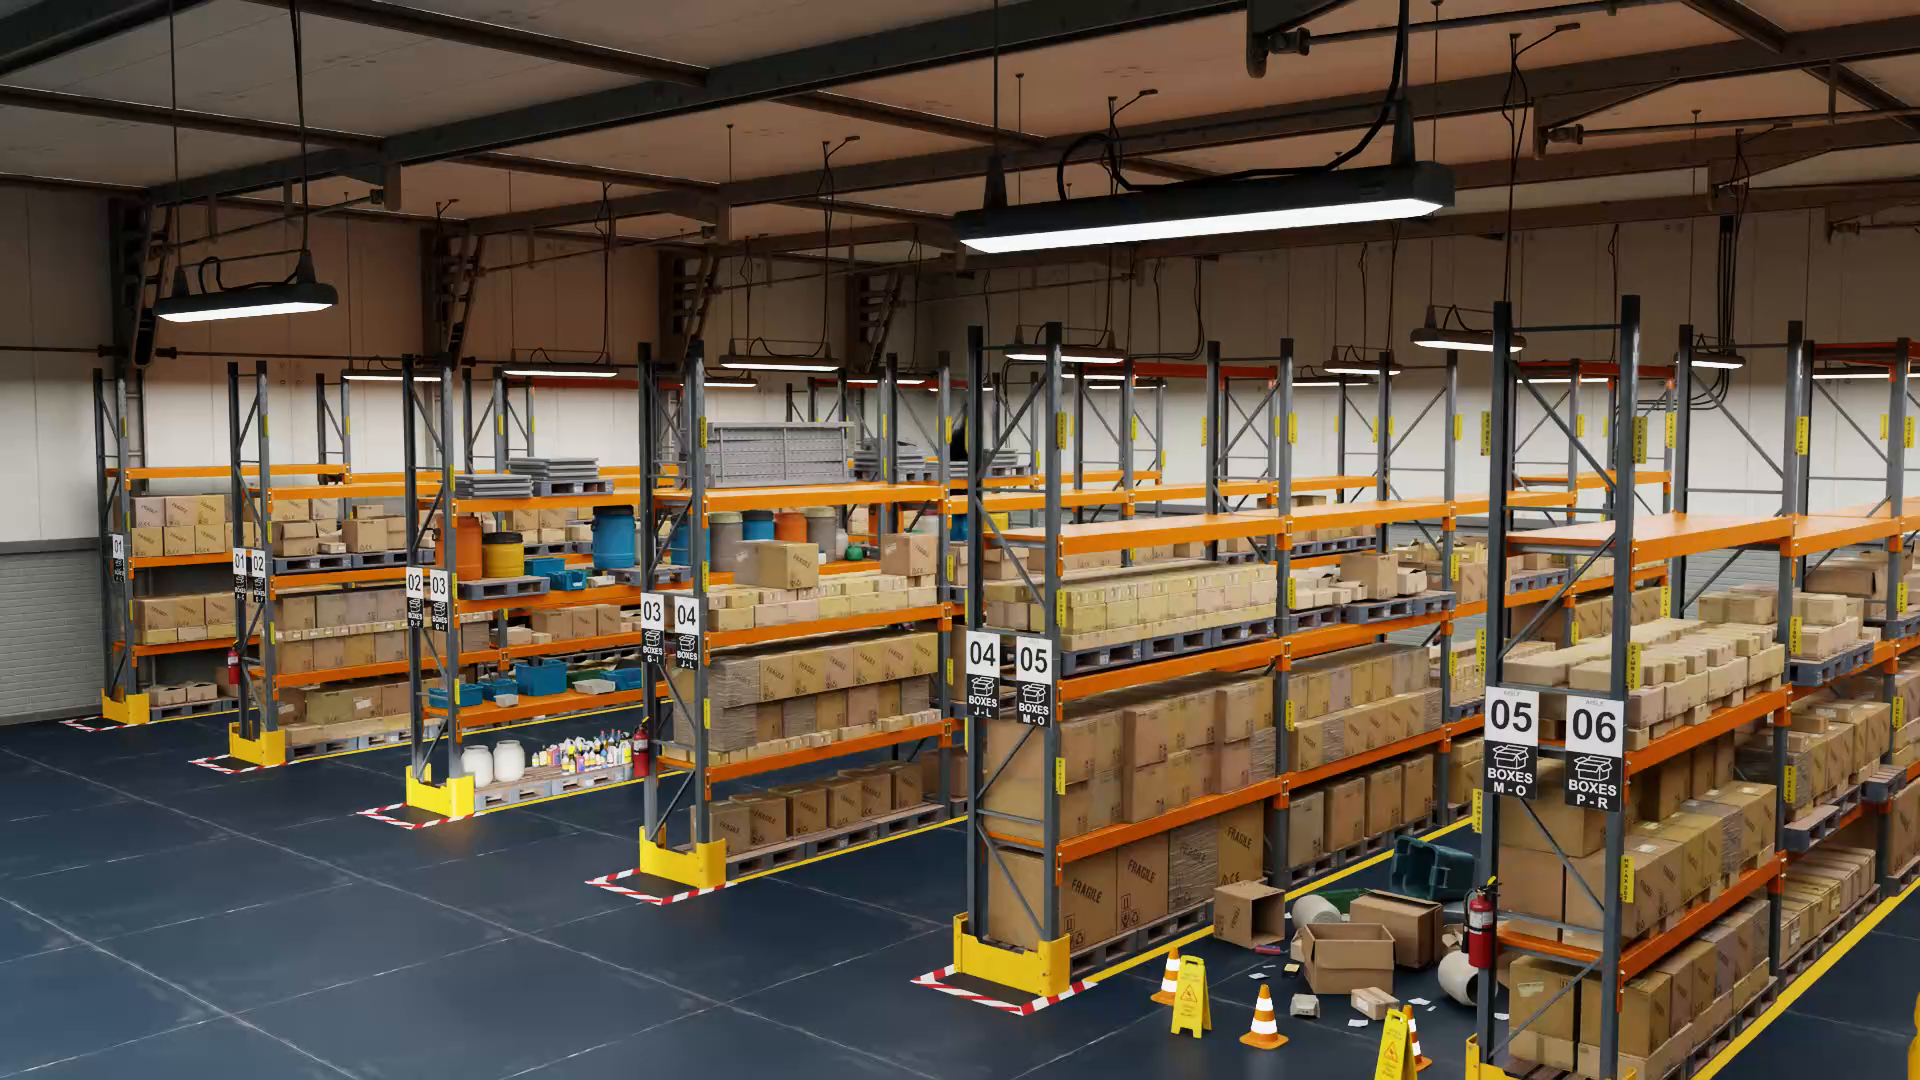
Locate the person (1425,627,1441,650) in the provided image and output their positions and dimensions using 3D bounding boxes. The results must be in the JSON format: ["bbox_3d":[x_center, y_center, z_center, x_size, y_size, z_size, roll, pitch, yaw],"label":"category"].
[{"bbox_3d":[7.966,2.286,27.913,0.572,1.651,0.558,3,5,34],"label":"person"}]
